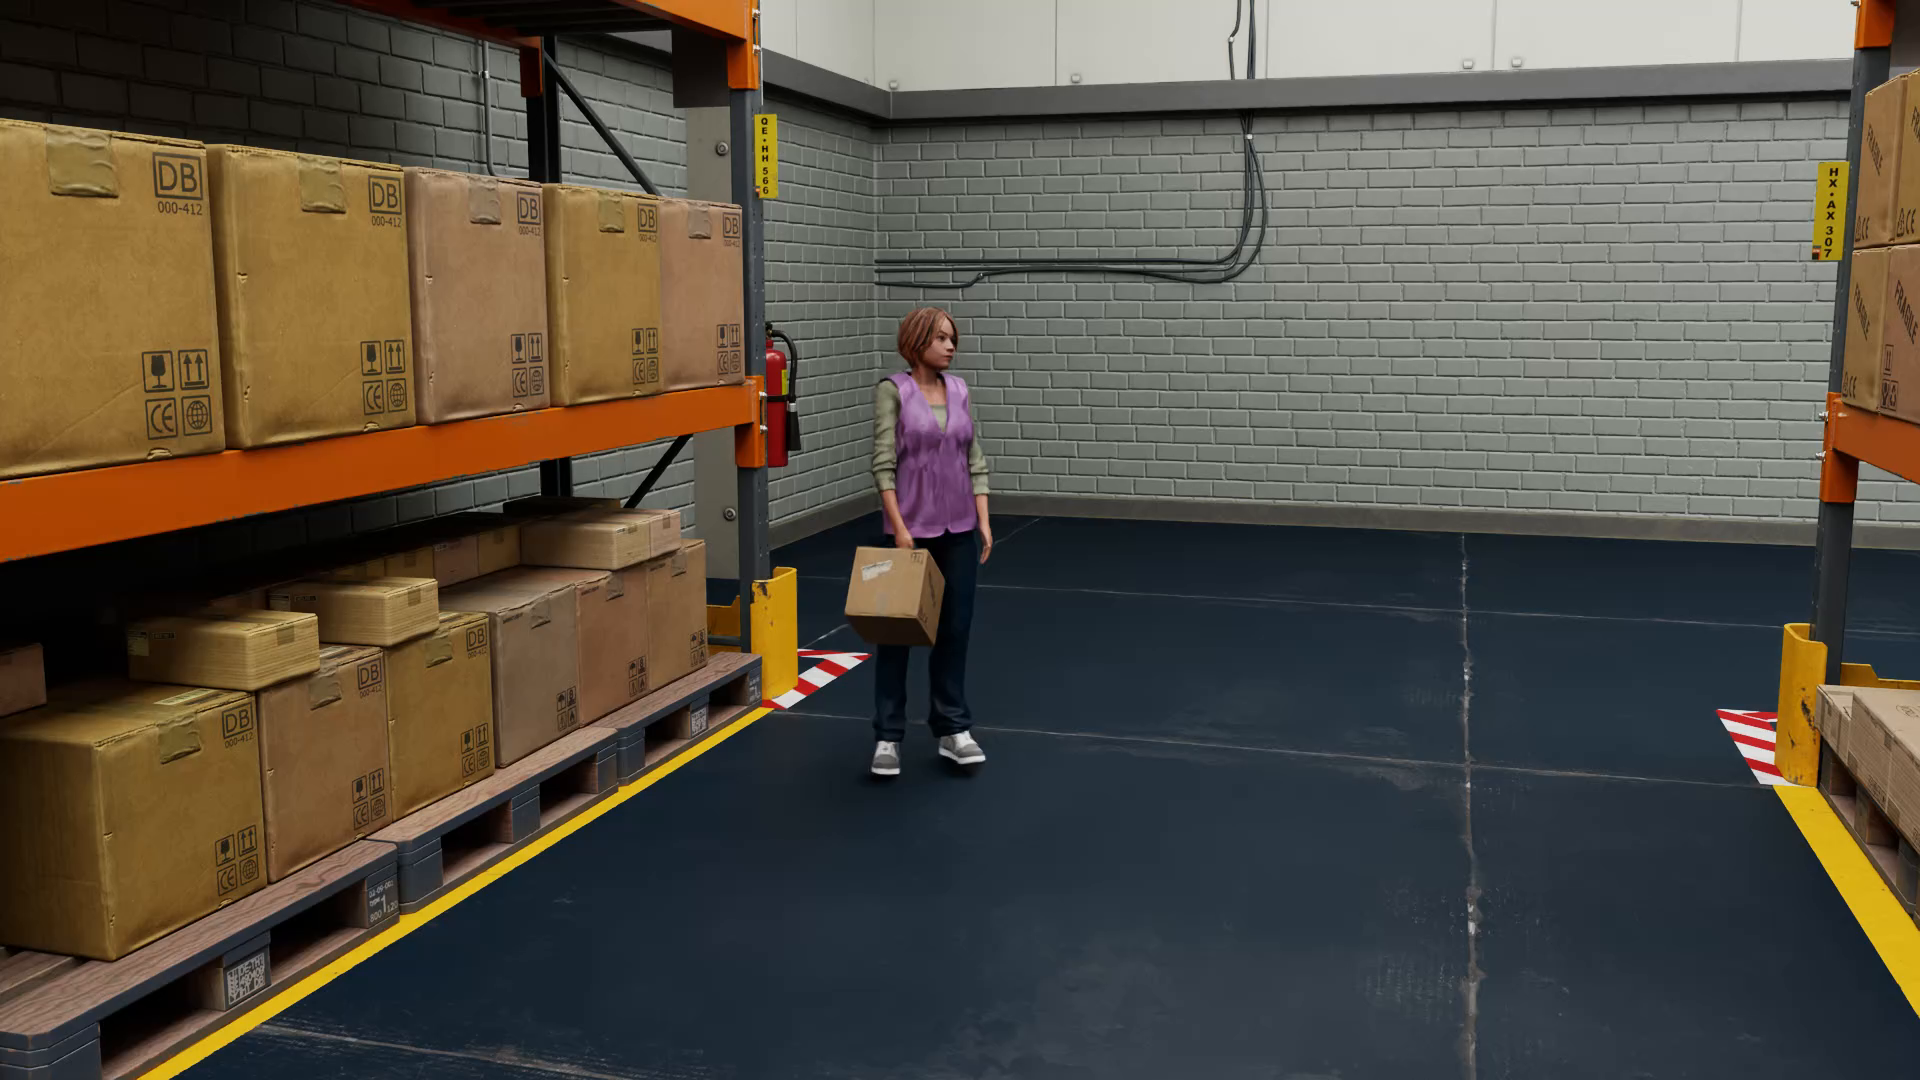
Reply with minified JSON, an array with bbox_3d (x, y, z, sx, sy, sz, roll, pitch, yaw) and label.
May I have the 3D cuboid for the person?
[{"bbox_3d":[-0.112,0.002,5.777,0.486,1.600,0.423,-5,10,-29],"label":"person"}]
